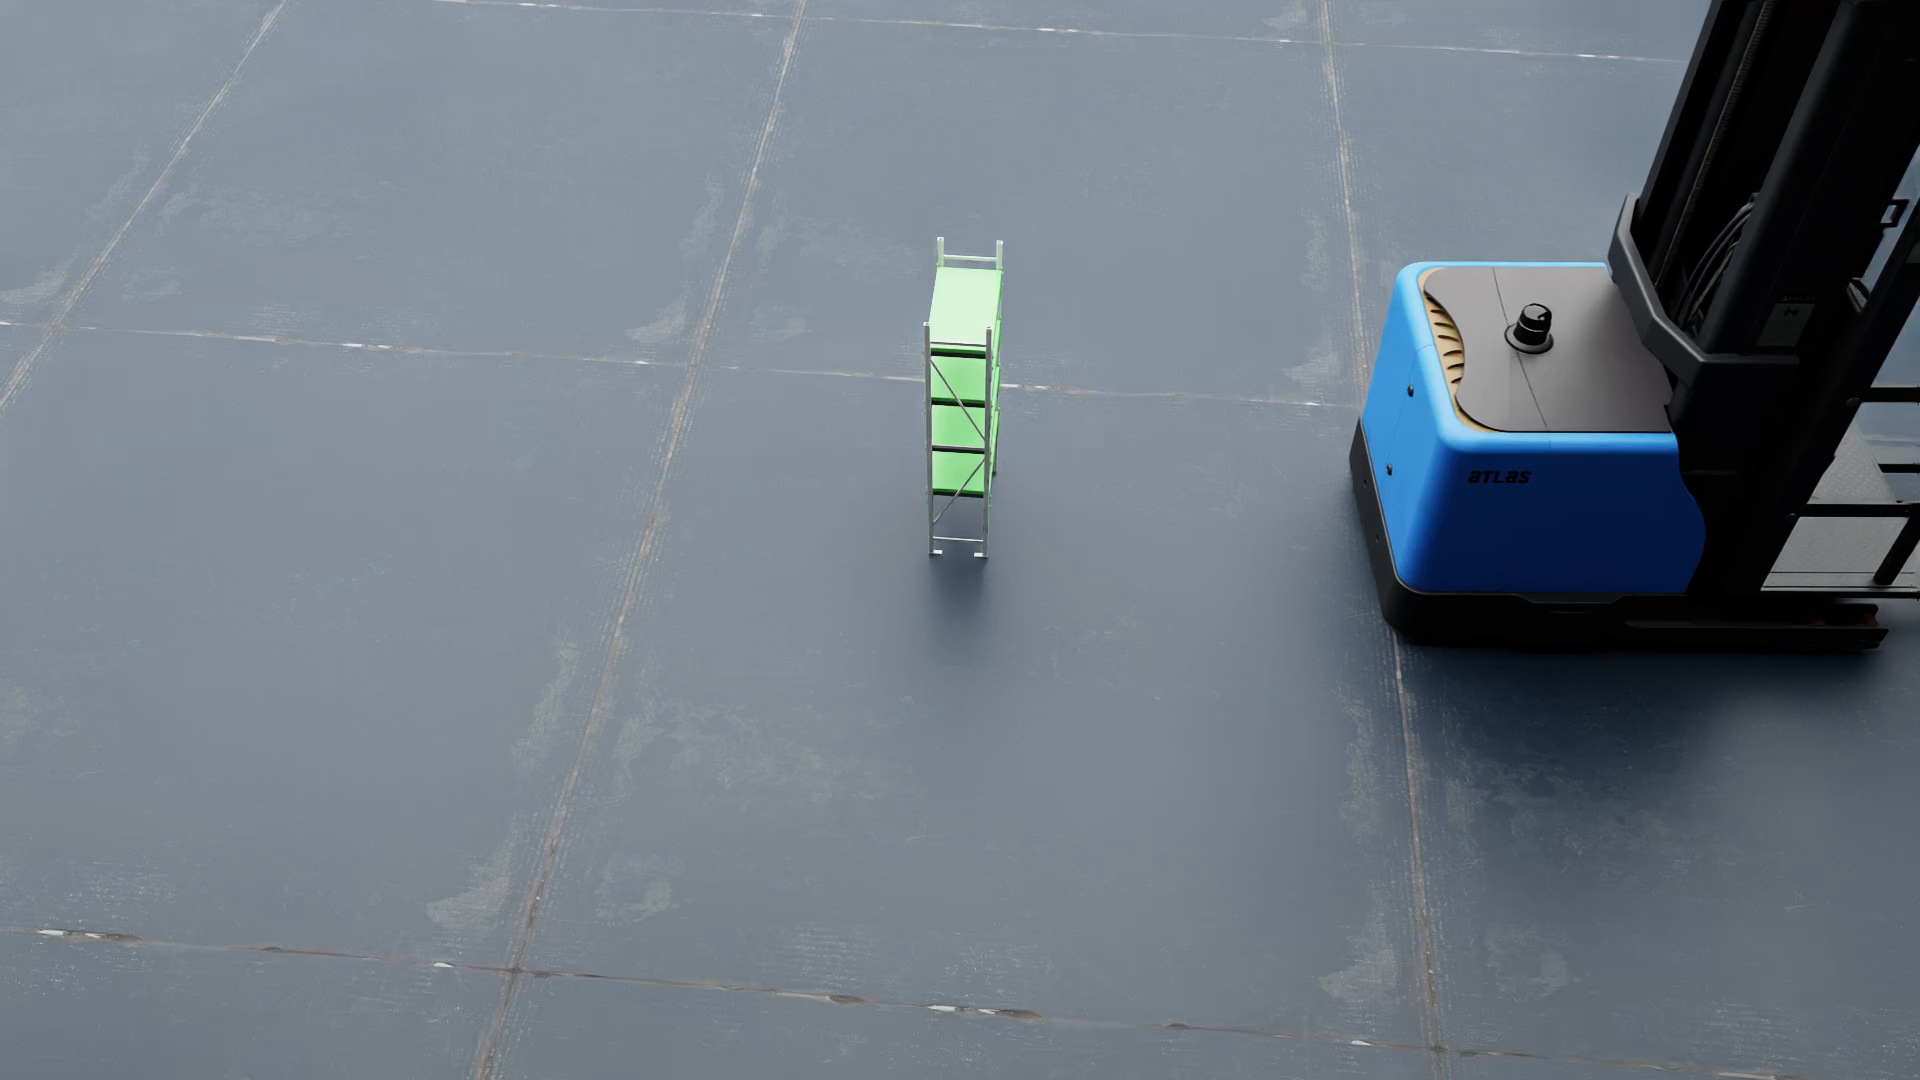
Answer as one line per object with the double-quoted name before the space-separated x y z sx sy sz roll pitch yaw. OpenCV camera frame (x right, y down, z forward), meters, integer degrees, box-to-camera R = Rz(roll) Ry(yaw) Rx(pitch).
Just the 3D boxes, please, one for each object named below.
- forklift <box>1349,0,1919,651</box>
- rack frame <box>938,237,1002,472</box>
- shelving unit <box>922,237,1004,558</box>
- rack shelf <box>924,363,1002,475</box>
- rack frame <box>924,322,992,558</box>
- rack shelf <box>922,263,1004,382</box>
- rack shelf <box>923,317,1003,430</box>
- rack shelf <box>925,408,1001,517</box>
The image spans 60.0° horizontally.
"forklift" 3.147 -0.958 5.666 3.031 2.935 1.130 0 48 0
"rack frame" 0.037 -0.706 6.608 0.240 1.200 0.015 4 48 4
"shelving unit" 0.015 -0.527 6.444 0.258 1.200 0.503 4 48 4
"rack shelf" 0.015 -0.483 6.492 0.258 0.148 0.480 4 48 4
"rack frame" -0.007 -0.347 6.280 0.240 1.200 0.015 4 48 4
"rack shelf" 0.015 -0.807 6.137 0.258 0.148 0.480 4 48 4
"rack shelf" 0.015 -0.645 6.314 0.258 0.148 0.480 4 48 4
"rack shelf" 0.015 -0.321 6.669 0.258 0.148 0.480 4 48 4
